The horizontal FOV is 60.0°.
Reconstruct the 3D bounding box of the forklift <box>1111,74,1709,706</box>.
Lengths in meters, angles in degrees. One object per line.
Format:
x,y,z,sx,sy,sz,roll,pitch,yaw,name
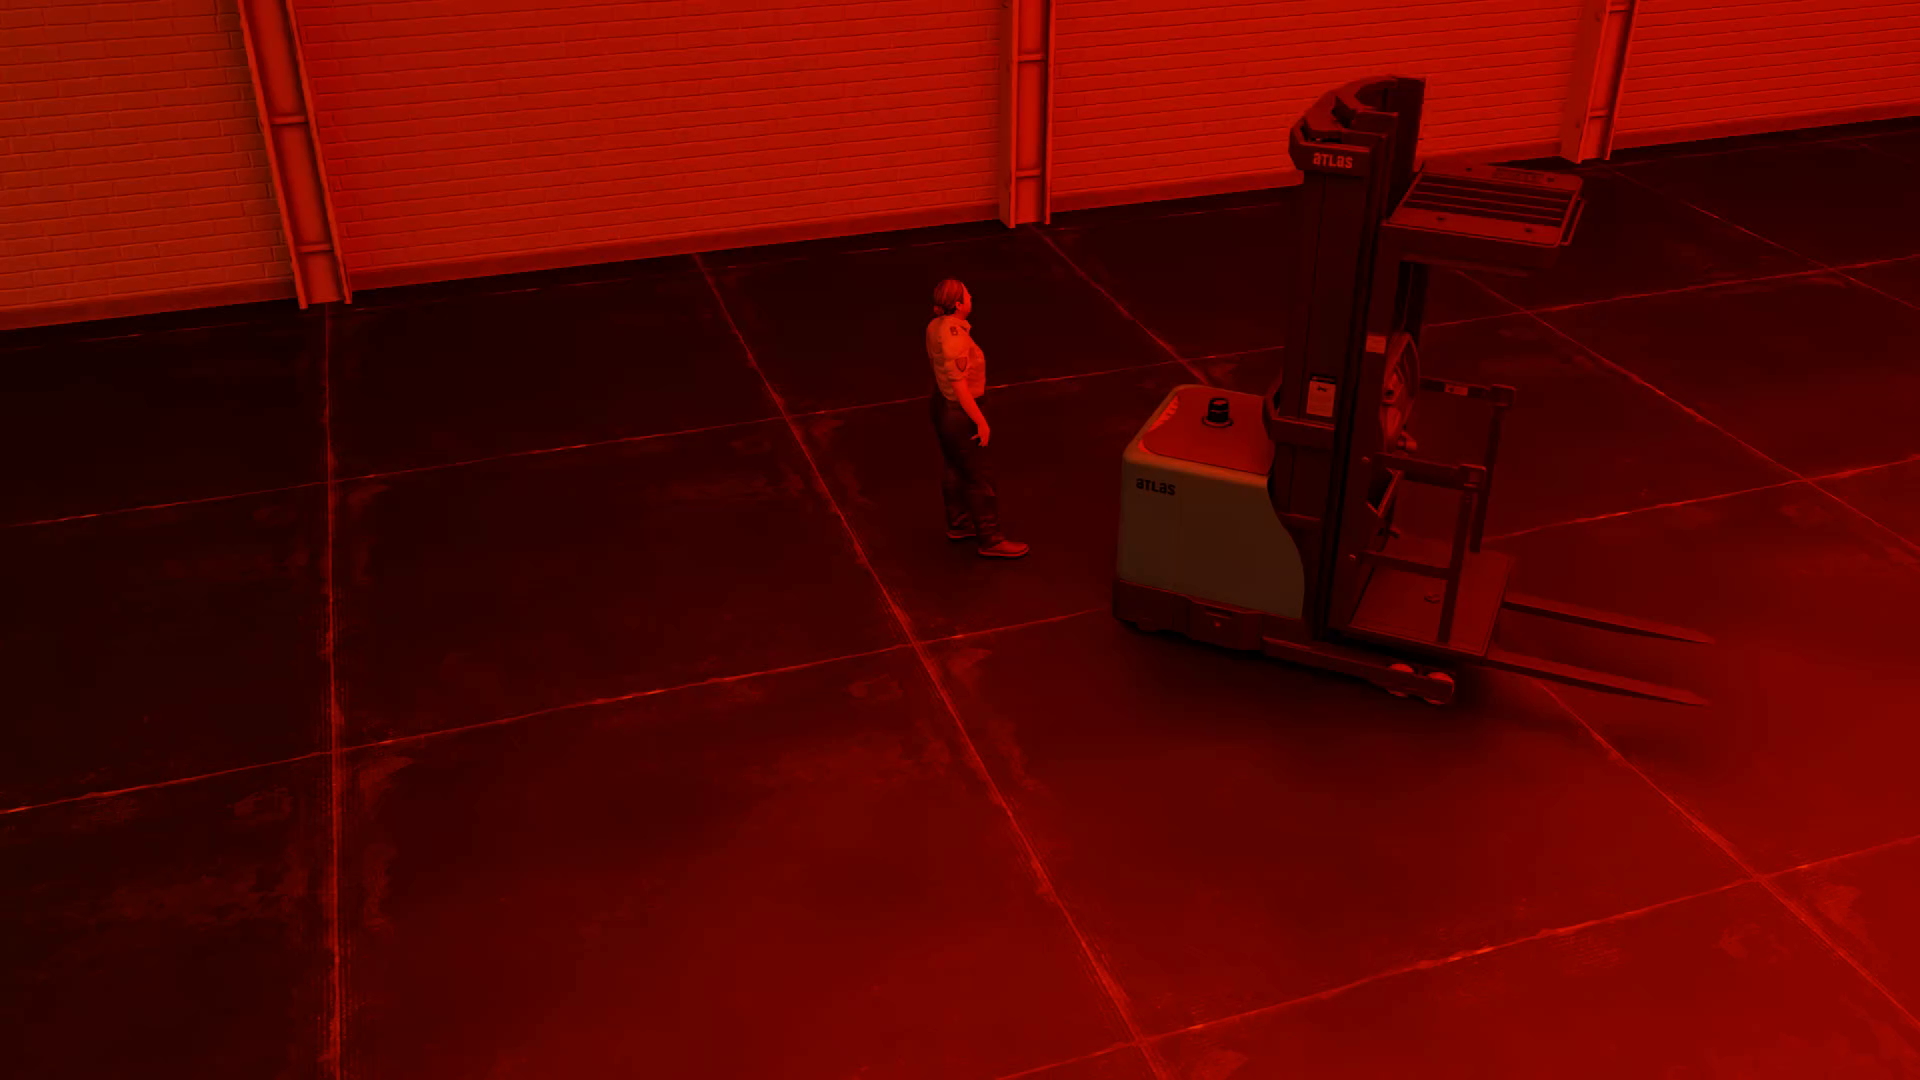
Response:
2.401,-0.725,8.347,3.031,2.935,1.130,12,32,21,forklift

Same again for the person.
0.093,-0.724,9.618,0.502,1.651,0.598,-10,31,-16,person
